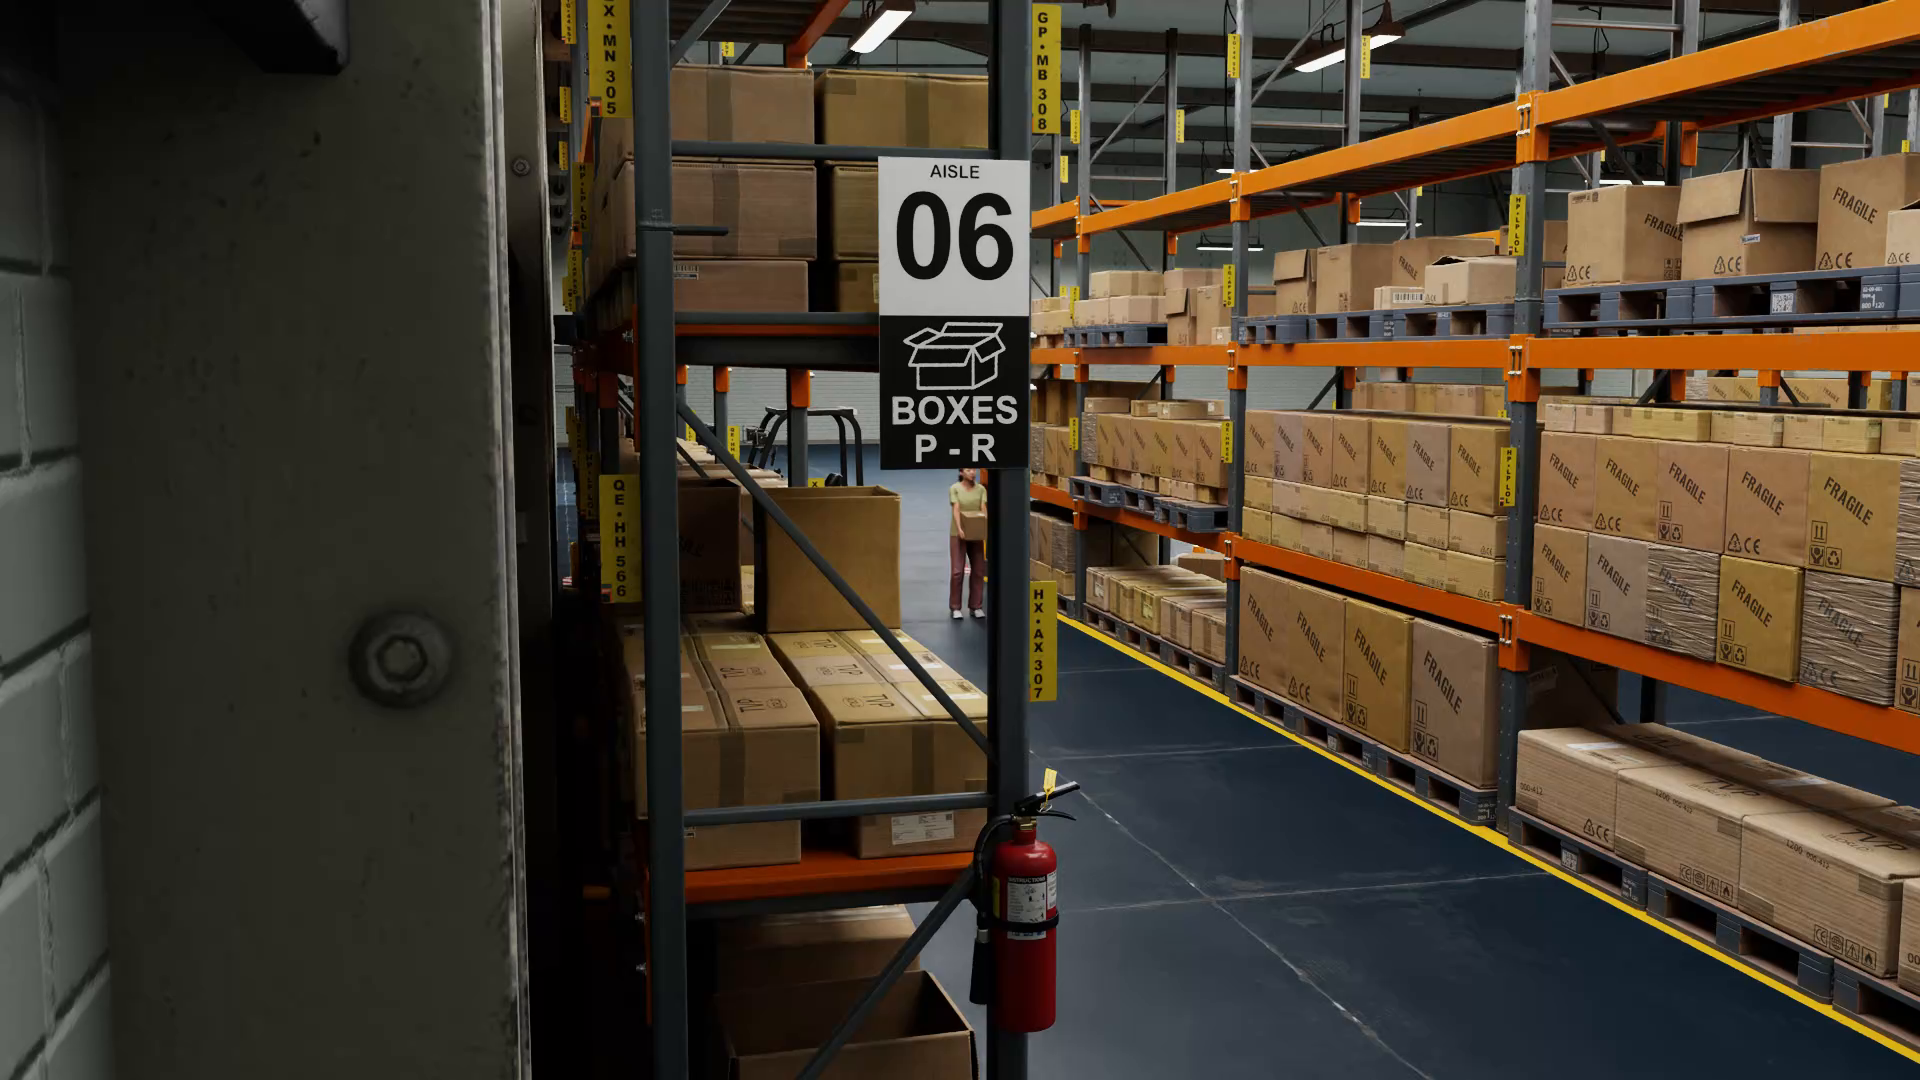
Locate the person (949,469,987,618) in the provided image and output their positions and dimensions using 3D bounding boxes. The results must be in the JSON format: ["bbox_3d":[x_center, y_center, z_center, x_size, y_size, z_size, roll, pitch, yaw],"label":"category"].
[{"bbox_3d":[0.102,-0.014,17.335,0.406,1.668,0.517,-2,6,-17],"label":"person"}]
